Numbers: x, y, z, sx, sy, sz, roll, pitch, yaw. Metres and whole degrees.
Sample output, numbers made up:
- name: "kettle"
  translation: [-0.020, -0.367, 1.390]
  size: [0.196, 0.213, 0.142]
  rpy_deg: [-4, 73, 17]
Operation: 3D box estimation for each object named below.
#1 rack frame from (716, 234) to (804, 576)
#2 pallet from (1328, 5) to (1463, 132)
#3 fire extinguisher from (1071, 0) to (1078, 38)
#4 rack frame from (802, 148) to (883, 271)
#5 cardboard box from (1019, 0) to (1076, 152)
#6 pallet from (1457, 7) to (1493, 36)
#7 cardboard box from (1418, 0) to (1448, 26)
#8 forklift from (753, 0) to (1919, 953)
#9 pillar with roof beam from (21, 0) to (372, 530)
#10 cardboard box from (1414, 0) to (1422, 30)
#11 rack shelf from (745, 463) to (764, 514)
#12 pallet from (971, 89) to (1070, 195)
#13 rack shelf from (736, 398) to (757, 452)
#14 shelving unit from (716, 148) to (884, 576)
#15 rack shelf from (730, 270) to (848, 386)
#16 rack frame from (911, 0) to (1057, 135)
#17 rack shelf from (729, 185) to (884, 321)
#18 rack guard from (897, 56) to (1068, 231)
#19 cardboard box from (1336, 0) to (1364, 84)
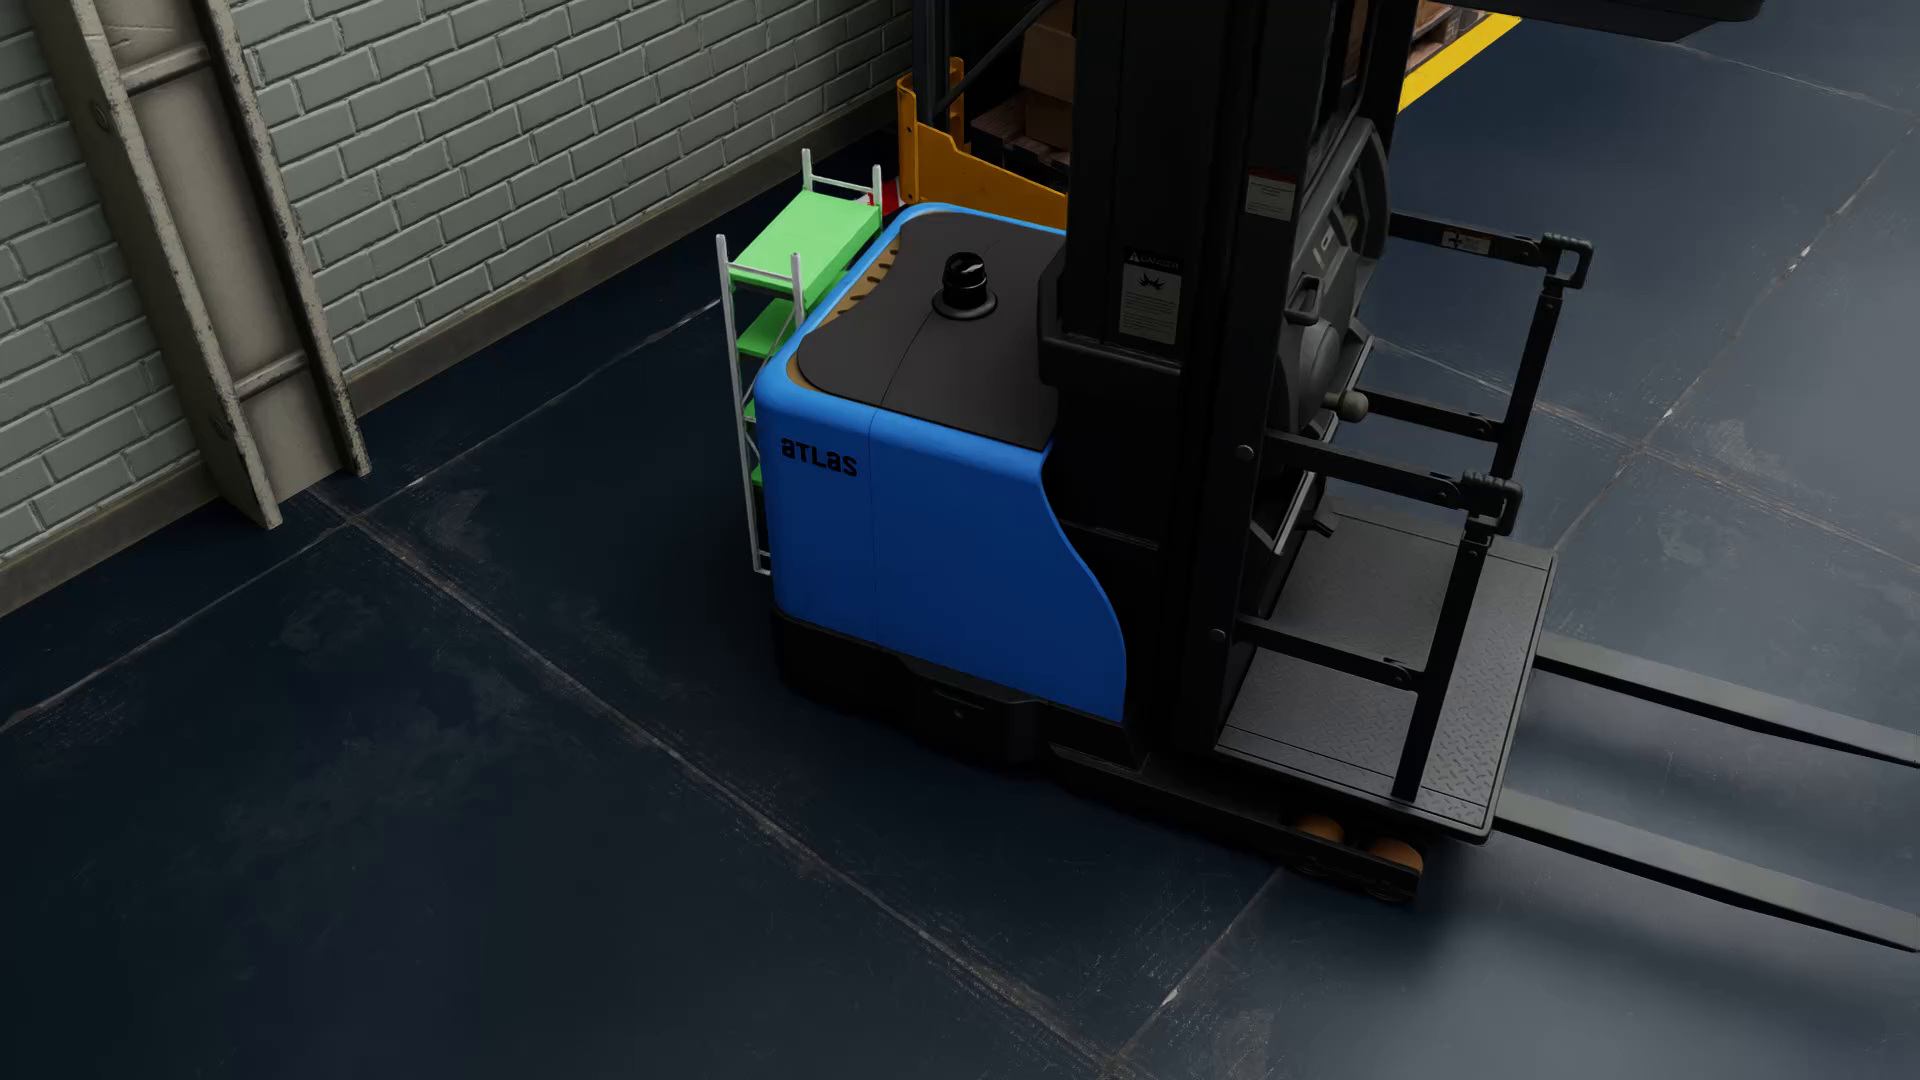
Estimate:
- name: "rack frame"
  translation: [-0.525, -0.320, 4.710]
  size: [0.240, 1.200, 0.015]
  rpy_deg: [16, 45, 17]
- name: "pallet"
  translation: [1.584, -2.349, 7.677]
  size: [1.003, 0.211, 1.213]
  rpy_deg: [29, 50, 28]
- name: "fire extinguisher"
  translation: [0.496, -1.863, 5.404]
  size: [0.296, 0.674, 0.183]
  rpy_deg: [29, 50, 28]
- name: "rack frame"
  translation: [-0.332, -0.622, 5.042]
  size: [0.240, 1.200, 0.015]
  rpy_deg: [16, 45, 17]
- name: "cardboard box"
  translation: [0.704, -1.811, 6.556]
  size: [0.797, 0.503, 0.637]
  rpy_deg: [28, 49, 27]
- name: "pallet"
  translation: [2.369, -2.980, 8.371]
  size: [1.003, 0.211, 1.213]
  rpy_deg: [29, 50, 28]
- name: "cardboard box"
  translation: [1.952, -2.768, 7.611]
  size: [0.700, 0.500, 0.500]
  rpy_deg: [28, 49, 27]
- name: "forklift"
  translation: [1.033, -0.576, 3.704]
  size: [3.031, 2.935, 1.130]
  rpy_deg: [16, 45, 17]
- name: "pillar with roof beam"
  translation: [1.107, -1.663, 0.390]
  size: [9.100, 9.000, 0.400]
  rpy_deg: [29, 50, 28]
- name: "cardboard box"
  translation: [1.700, -2.462, 7.274]
  size: [0.500, 0.500, 0.500]
  rpy_deg: [30, 50, 29]
- name: "rack shelf"
  translation: [-0.428, -0.246, 5.080]
  size: [0.258, 0.148, 0.480]
  rpy_deg: [16, 45, 17]
- name: "pallet"
  translation: [0.799, -1.724, 6.989]
  size: [1.003, 0.211, 1.213]
  rpy_deg: [29, 50, 28]
- name: "rack shelf"
  translation: [-0.428, -0.424, 4.919]
  size: [0.258, 0.148, 0.480]
  rpy_deg: [16, 45, 17]
- name: "shelving unit"
  translation: [-0.428, -0.471, 4.876]
  size: [0.258, 1.200, 0.503]
  rpy_deg: [16, 45, 17]
- name: "rack shelf"
  translation: [-0.428, -0.601, 4.758]
  size: [0.258, 0.148, 0.480]
  rpy_deg: [16, 45, 17]
- name: "rack frame"
  translation: [0.237, -2.306, 5.556]
  size: [1.000, 3.000, 0.127]
  rpy_deg: [29, 50, 28]
- name: "rack shelf"
  translation: [-0.428, -0.779, 4.596]
  size: [0.258, 0.148, 0.480]
  rpy_deg: [16, 45, 17]
- name: "rack guard"
  translation: [0.286, -1.420, 6.440]
  size: [1.175, 0.500, 0.348]
  rpy_deg: [29, 50, 28]
- name: "cardboard box"
  translation: [1.283, -2.234, 7.023]
  size: [0.700, 0.500, 0.500]
  rpy_deg: [32, 51, 30]
